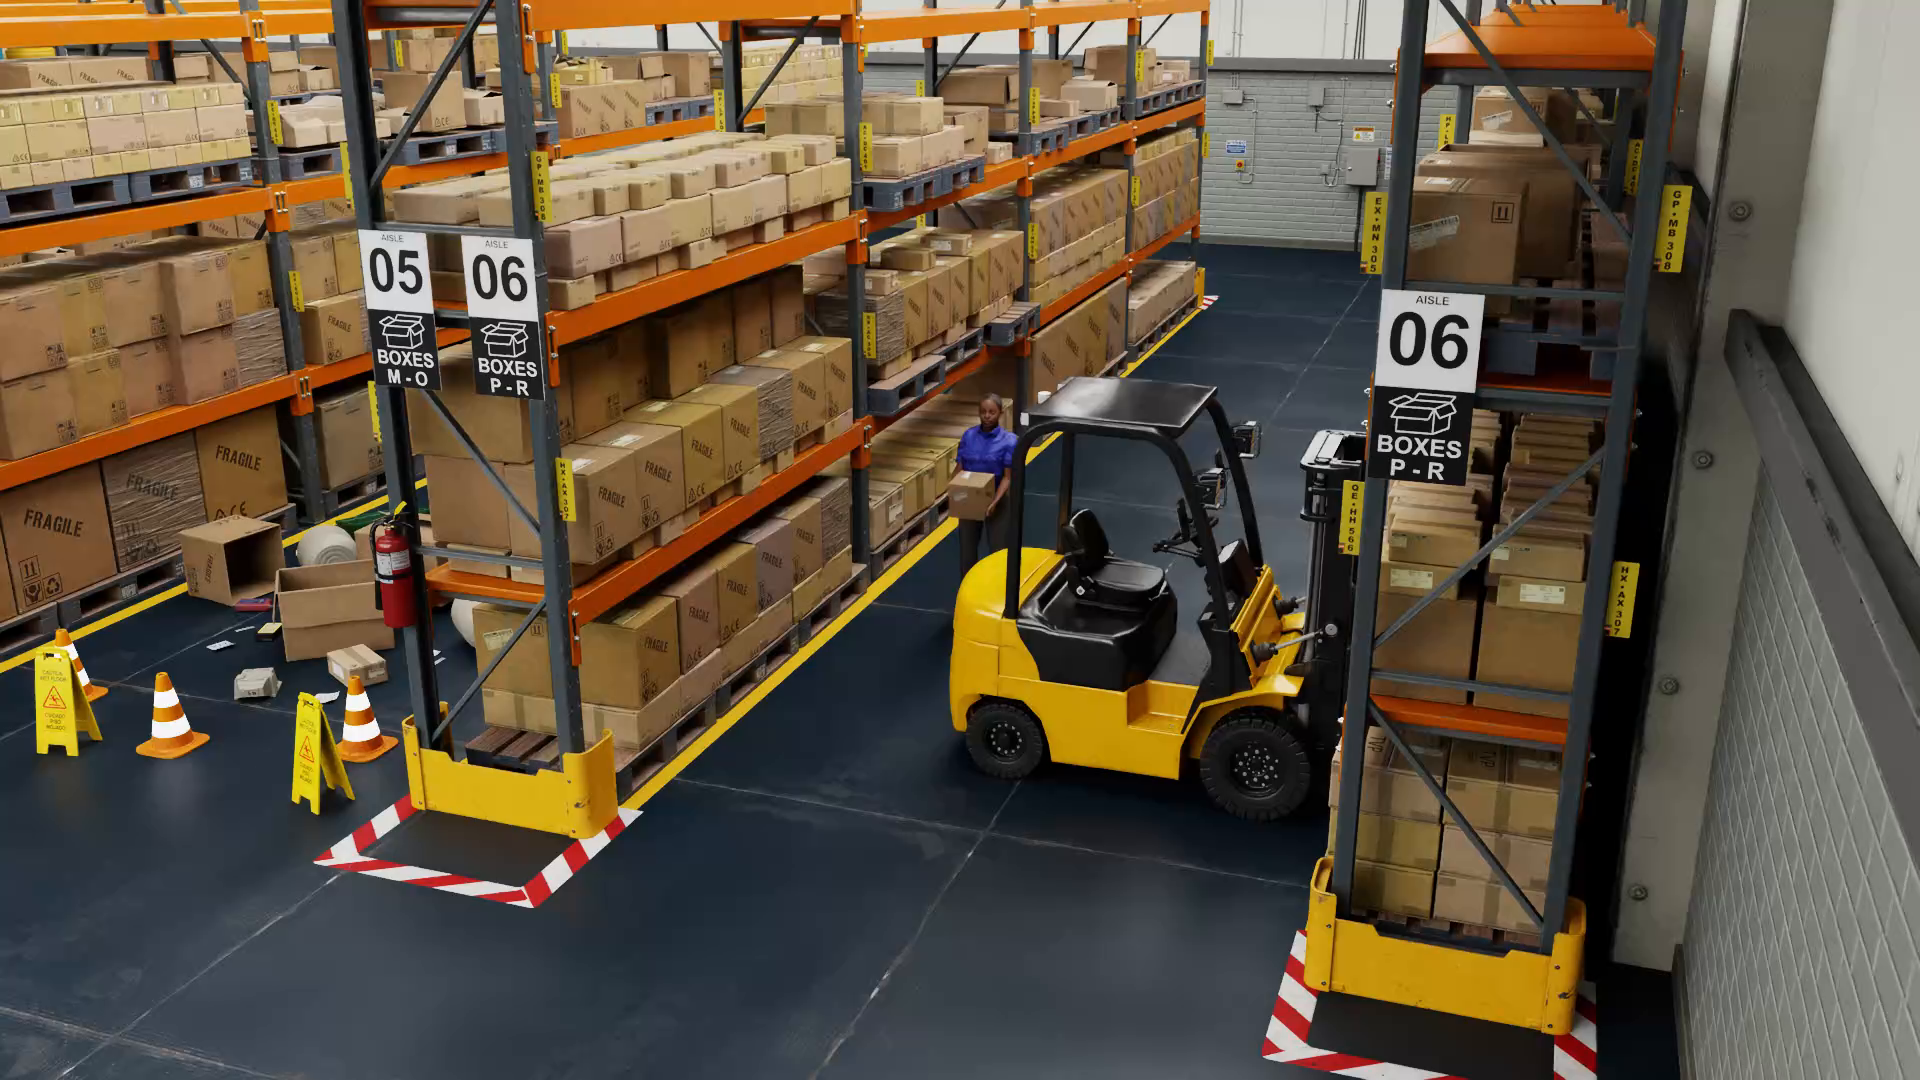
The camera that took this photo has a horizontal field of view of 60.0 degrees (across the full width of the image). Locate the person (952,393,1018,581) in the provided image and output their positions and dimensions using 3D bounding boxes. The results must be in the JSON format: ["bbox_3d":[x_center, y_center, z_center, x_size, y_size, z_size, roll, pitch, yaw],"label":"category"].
[{"bbox_3d":[0.148,-0.196,11.664,0.451,1.649,0.514,7,20,19],"label":"person"}]
